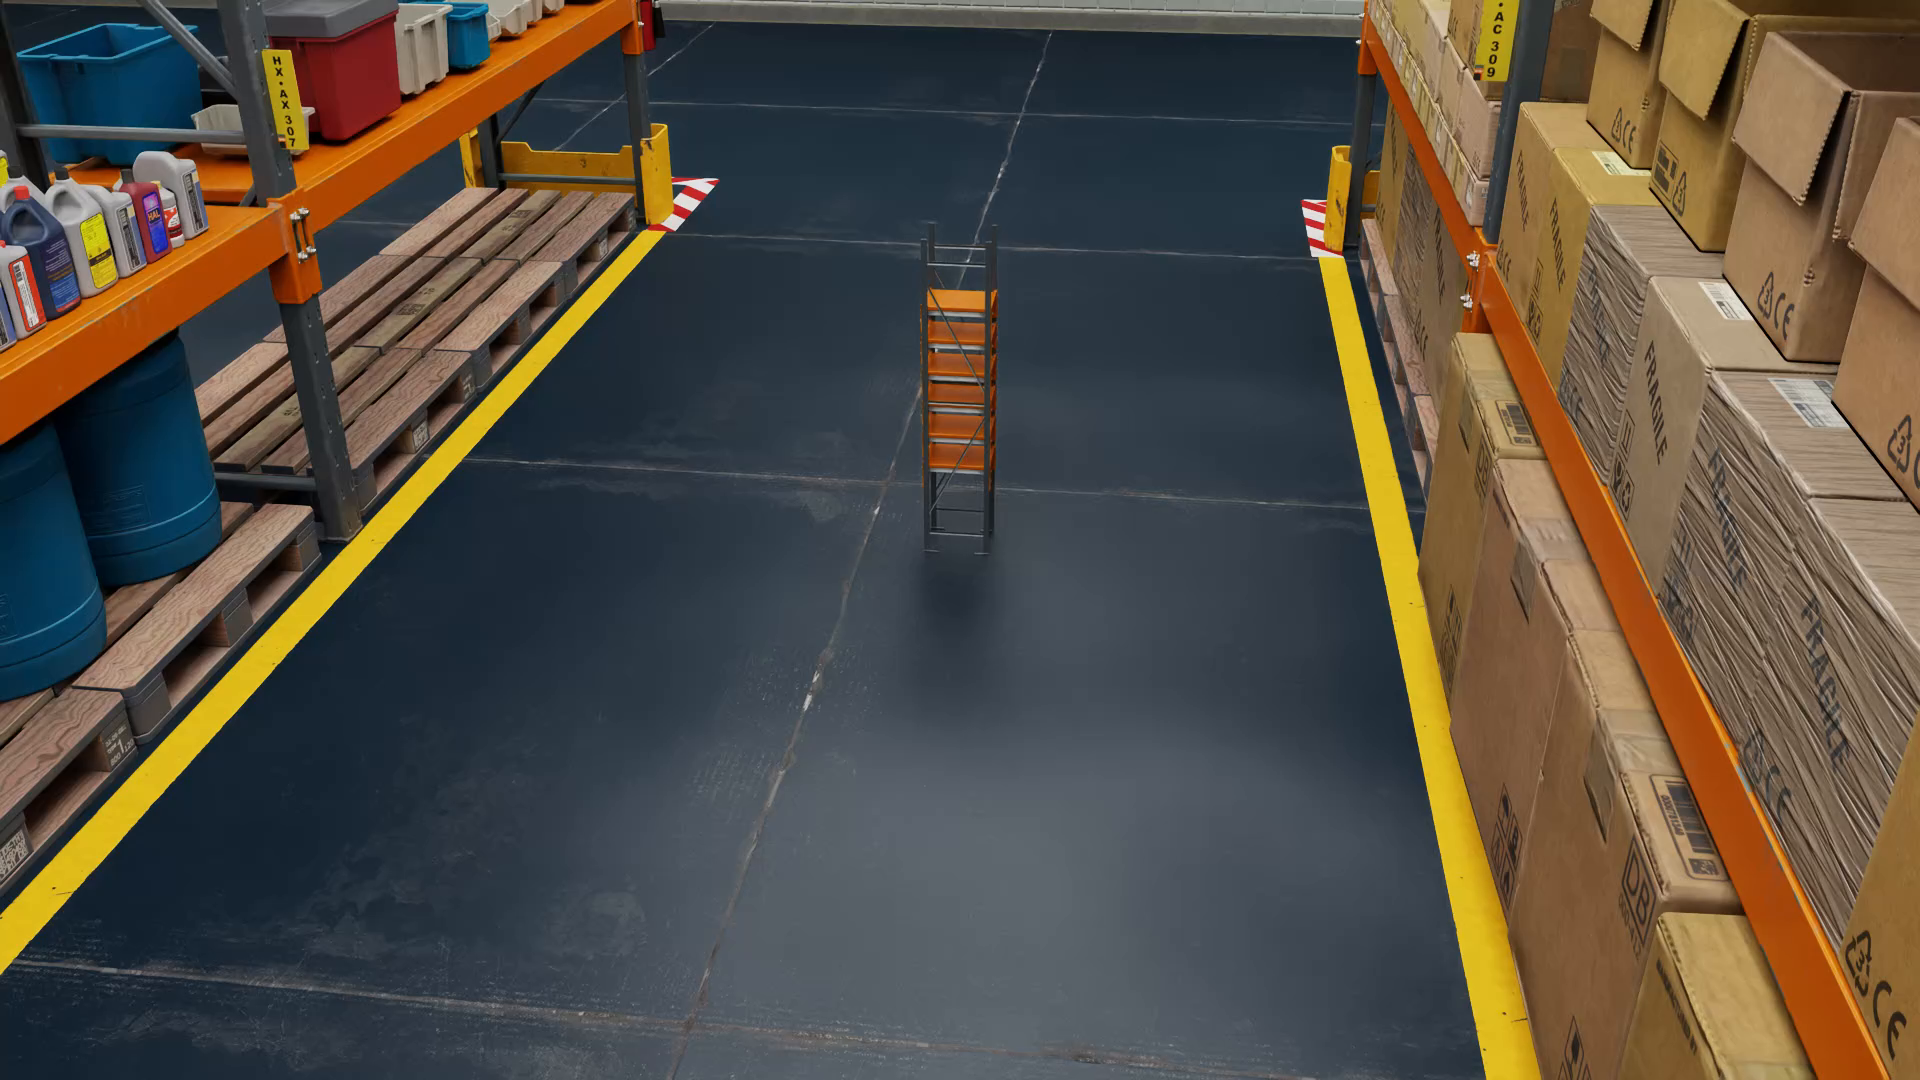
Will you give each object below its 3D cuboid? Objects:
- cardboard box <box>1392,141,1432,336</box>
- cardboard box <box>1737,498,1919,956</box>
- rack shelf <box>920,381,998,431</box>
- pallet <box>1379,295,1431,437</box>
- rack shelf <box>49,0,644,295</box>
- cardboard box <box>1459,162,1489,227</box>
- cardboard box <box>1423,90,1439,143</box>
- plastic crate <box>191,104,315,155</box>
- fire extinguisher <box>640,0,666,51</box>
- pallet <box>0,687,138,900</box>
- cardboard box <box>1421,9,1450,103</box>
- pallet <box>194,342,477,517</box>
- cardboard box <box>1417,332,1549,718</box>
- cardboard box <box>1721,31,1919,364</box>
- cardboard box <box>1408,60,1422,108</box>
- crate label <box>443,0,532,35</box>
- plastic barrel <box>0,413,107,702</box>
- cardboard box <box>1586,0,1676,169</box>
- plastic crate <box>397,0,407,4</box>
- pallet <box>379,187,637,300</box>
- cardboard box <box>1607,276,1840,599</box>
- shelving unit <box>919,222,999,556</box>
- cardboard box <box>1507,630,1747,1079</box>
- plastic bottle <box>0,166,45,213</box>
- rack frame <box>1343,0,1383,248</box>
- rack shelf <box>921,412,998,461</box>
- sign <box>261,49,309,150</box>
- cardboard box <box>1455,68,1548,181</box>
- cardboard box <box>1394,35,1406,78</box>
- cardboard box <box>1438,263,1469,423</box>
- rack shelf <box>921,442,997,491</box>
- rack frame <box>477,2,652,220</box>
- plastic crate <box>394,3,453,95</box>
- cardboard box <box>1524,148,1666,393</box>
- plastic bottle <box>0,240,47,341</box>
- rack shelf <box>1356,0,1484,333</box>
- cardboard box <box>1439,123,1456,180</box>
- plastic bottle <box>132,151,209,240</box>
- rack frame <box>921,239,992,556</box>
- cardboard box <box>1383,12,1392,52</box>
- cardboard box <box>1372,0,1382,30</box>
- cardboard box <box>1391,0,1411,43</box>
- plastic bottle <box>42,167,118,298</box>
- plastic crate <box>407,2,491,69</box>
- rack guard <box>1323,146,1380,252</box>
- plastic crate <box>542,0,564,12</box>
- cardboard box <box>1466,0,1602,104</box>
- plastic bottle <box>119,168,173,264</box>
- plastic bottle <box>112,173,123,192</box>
[{"bbox_3d":[2.522,-1.474,7.620,0.875,0.875,0.875,3,28,6],"label":"cardboard box"},{"bbox_3d":[1.534,0.282,2.458,0.500,0.500,0.500,3,28,6],"label":"cardboard box"},{"bbox_3d":[-0.002,-0.482,5.974,0.258,0.103,0.180,3,28,6],"label":"rack shelf"},{"bbox_3d":[2.460,-0.777,7.470,1.003,0.211,1.213,3,28,6],"label":"pallet"},{"bbox_3d":[-2.528,-1.988,7.536,1.077,0.370,4.000,3,28,6],"label":"rack shelf"},{"bbox_3d":[1.855,-1.127,5.445,0.380,0.149,0.250,4,29,6],"label":"cardboard box"},{"bbox_3d":[1.980,-1.612,6.344,0.380,0.149,0.250,4,29,7],"label":"cardboard box"},{"bbox_3d":[-2.574,-1.484,6.057,0.396,0.136,0.243,3,28,6],"label":"plastic crate"},{"bbox_3d":[-1.814,-3.093,9.302,0.296,0.674,0.183,3,28,6],"label":"fire extinguisher"},{"bbox_3d":[-3.056,0.801,4.541,1.003,0.211,1.213,3,28,6],"label":"pallet"},{"bbox_3d":[2.059,-1.847,6.361,0.500,0.250,0.500,4,29,7],"label":"cardboard box"},{"bbox_3d":[-2.722,-0.484,6.926,1.003,0.211,1.213,3,28,6],"label":"pallet"},{"bbox_3d":[2.084,-0.023,4.927,1.225,0.875,0.875,3,29,6],"label":"cardboard box"},{"bbox_3d":[1.916,-0.644,3.120,0.797,0.503,0.637,4,29,8],"label":"cardboard box"},{"bbox_3d":[2.044,-1.852,6.790,0.380,0.149,0.250,4,29,7],"label":"cardboard box"},{"bbox_3d":[-2.263,-2.494,7.931,0.396,0.136,0.243,3,28,6],"label":"crate label"},{"bbox_3d":[-2.944,-0.036,4.924,0.600,0.901,0.708,3,28,6],"label":"plastic barrel"},{"bbox_3d":[2.072,-1.260,4.263,0.797,0.503,0.637,3,28,5],"label":"cardboard box"},{"bbox_3d":[-2.801,-2.482,7.808,0.416,0.233,0.300,3,28,6],"label":"plastic crate"},{"bbox_3d":[-2.423,-1.633,9.058,1.003,0.211,1.213,3,28,6],"label":"pallet"},{"bbox_3d":[1.657,-0.202,3.356,0.500,0.500,0.500,4,29,7],"label":"cardboard box"},{"bbox_3d":[-0.002,-0.521,5.953,0.258,1.200,0.189,3,28,6],"label":"shelving unit"},{"bbox_3d":[1.874,0.815,3.372,1.225,0.875,0.875,3,29,6],"label":"cardboard box"},{"bbox_3d":[-2.704,-0.898,4.807,0.144,0.351,0.185,3,28,6],"label":"plastic bottle"},{"bbox_3d":[2.633,-2.958,8.579,1.000,3.000,0.127,3,28,6],"label":"rack frame"},{"bbox_3d":[-0.002,-0.377,6.031,0.258,0.103,0.180,3,28,6],"label":"rack shelf"},{"bbox_3d":[-2.228,-1.452,5.491,0.100,0.325,0.005,3,28,6],"label":"sign"},{"bbox_3d":[1.936,-1.363,5.463,0.500,0.250,0.500,3,28,5],"label":"cardboard box"},{"bbox_3d":[2.106,-2.094,7.240,0.380,0.149,0.250,3,28,6],"label":"cardboard box"},{"bbox_3d":[2.303,-0.631,6.056,0.875,0.875,0.875,3,28,6],"label":"cardboard box"},{"bbox_3d":[-0.002,-0.271,6.088,0.258,0.103,0.180,3,28,6],"label":"rack shelf"},{"bbox_3d":[-2.283,-3.246,9.113,1.000,3.000,0.127,3,28,6],"label":"rack frame"},{"bbox_3d":[-2.403,-2.046,6.946,0.437,0.282,0.530,3,28,6],"label":"plastic crate"},{"bbox_3d":[1.777,-0.681,4.246,0.500,0.500,0.500,3,28,6],"label":"cardboard box"},{"bbox_3d":[-2.607,-0.695,4.508,0.152,0.276,0.135,3,28,6],"label":"plastic bottle"},{"bbox_3d":[2.387,-1.700,7.002,1.077,0.370,4.000,3,28,6],"label":"rack shelf"},{"bbox_3d":[1.918,-1.369,5.894,0.380,0.149,0.250,3,28,5],"label":"cardboard box"},{"bbox_3d":[-2.501,-1.104,5.268,0.152,0.276,0.135,3,28,6],"label":"plastic bottle"},{"bbox_3d":[-0.013,-0.478,5.873,0.240,1.200,0.006,3,28,6],"label":"rack frame"},{"bbox_3d":[2.170,-2.336,7.688,0.380,0.149,0.250,3,28,5],"label":"cardboard box"},{"bbox_3d":[2.231,-2.579,8.139,0.380,0.149,0.250,3,28,5],"label":"cardboard box"},{"bbox_3d":[2.183,-2.332,7.260,0.500,0.250,0.500,2,28,4],"label":"cardboard box"},{"bbox_3d":[-2.561,-0.890,4.791,0.144,0.351,0.185,3,28,6],"label":"plastic bottle"},{"bbox_3d":[-2.280,-2.217,7.316,0.416,0.233,0.300,3,28,6],"label":"plastic crate"},{"bbox_3d":[2.635,-1.869,9.192,1.175,0.500,0.348,3,28,6],"label":"rack guard"},{"bbox_3d":[-2.203,-2.762,8.429,0.396,0.136,0.243,3,28,6],"label":"plastic crate"},{"bbox_3d":[1.933,-1.702,5.301,0.500,0.500,0.500,4,29,8],"label":"cardboard box"},{"bbox_3d":[-2.484,-0.996,5.059,0.061,0.283,0.133,3,28,6],"label":"plastic bottle"},{"bbox_3d":[-2.627,-1.070,5.283,0.097,0.201,0.097,0,28,0],"label":"plastic bottle"}]
